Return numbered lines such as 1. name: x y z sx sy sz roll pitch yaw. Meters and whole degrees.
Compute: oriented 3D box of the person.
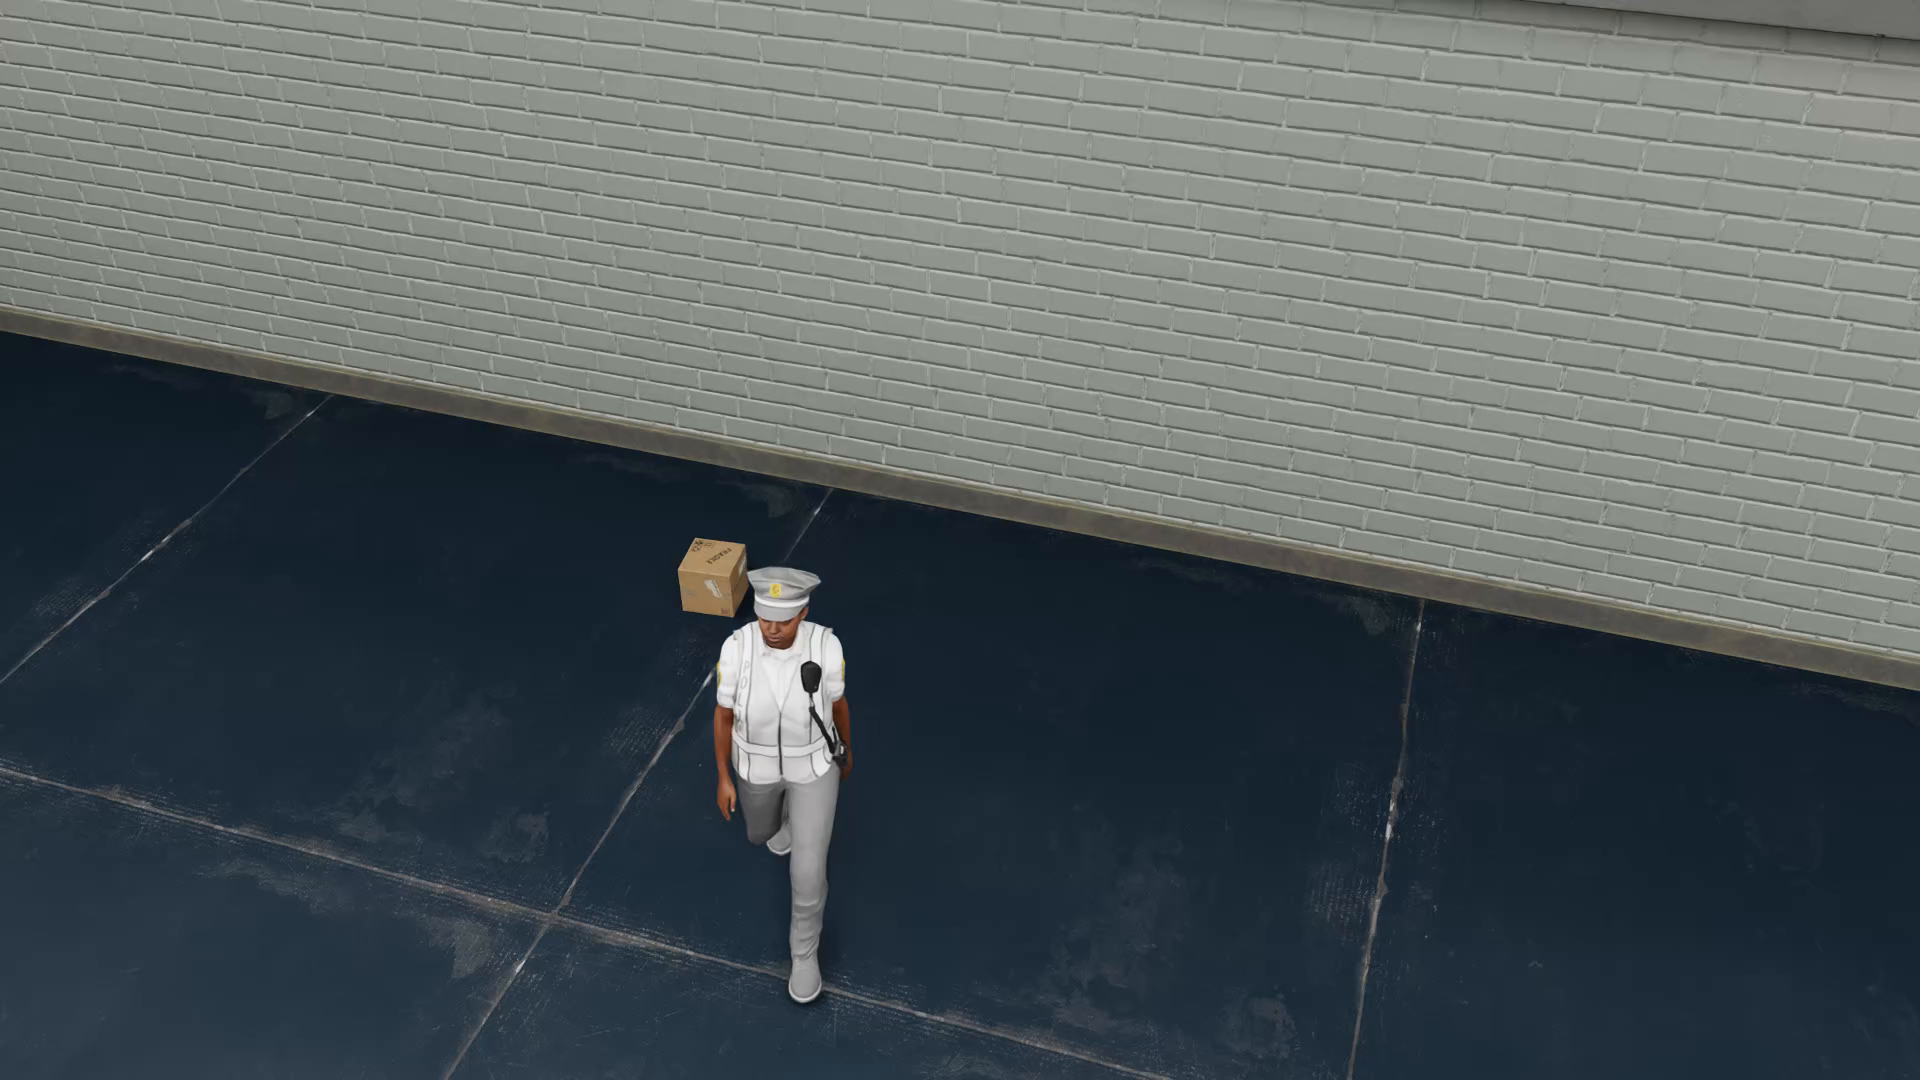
1. person: -0.620 0.751 5.870 0.460 1.644 0.921 1 37 2
